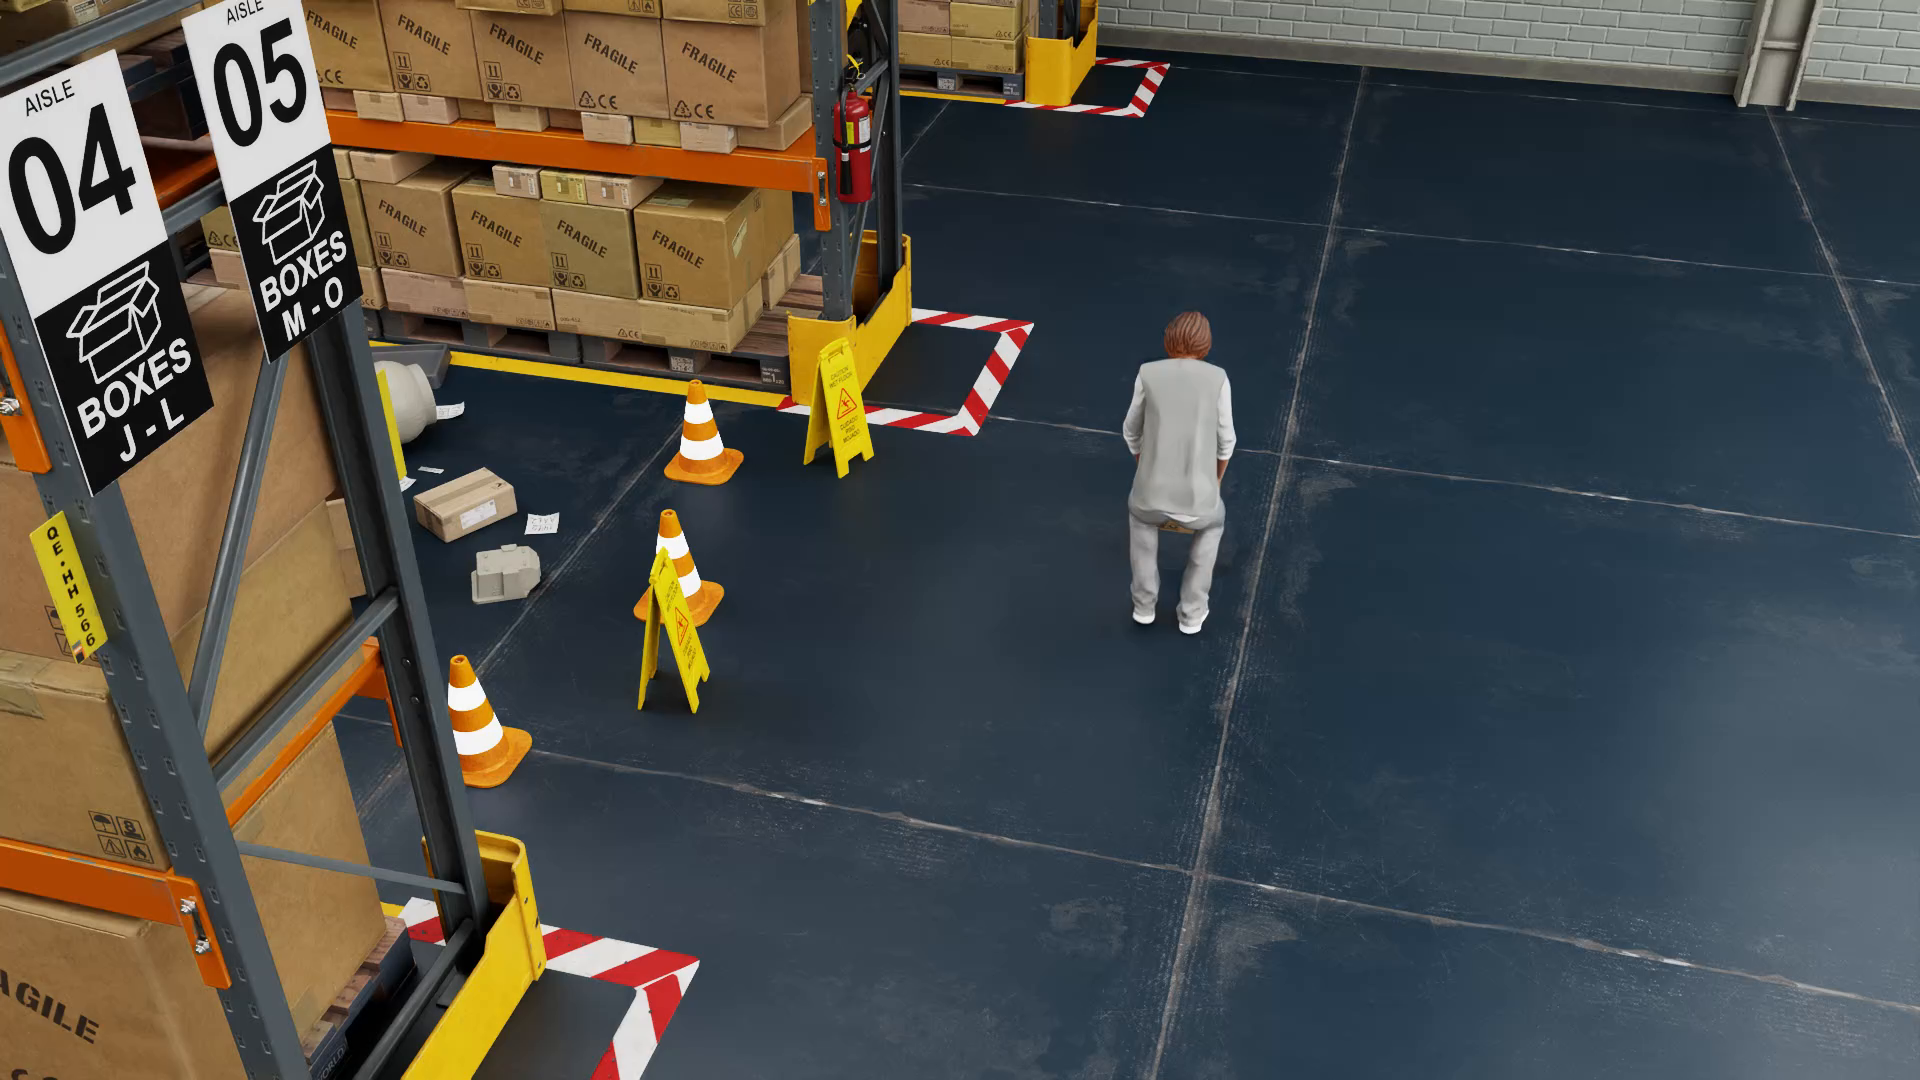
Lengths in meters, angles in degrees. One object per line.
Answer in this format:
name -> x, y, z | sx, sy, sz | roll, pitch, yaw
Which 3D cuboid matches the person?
person -> 0.868, -0.237, 6.802 | 0.463, 1.284, 0.654 | 8, 34, 12
